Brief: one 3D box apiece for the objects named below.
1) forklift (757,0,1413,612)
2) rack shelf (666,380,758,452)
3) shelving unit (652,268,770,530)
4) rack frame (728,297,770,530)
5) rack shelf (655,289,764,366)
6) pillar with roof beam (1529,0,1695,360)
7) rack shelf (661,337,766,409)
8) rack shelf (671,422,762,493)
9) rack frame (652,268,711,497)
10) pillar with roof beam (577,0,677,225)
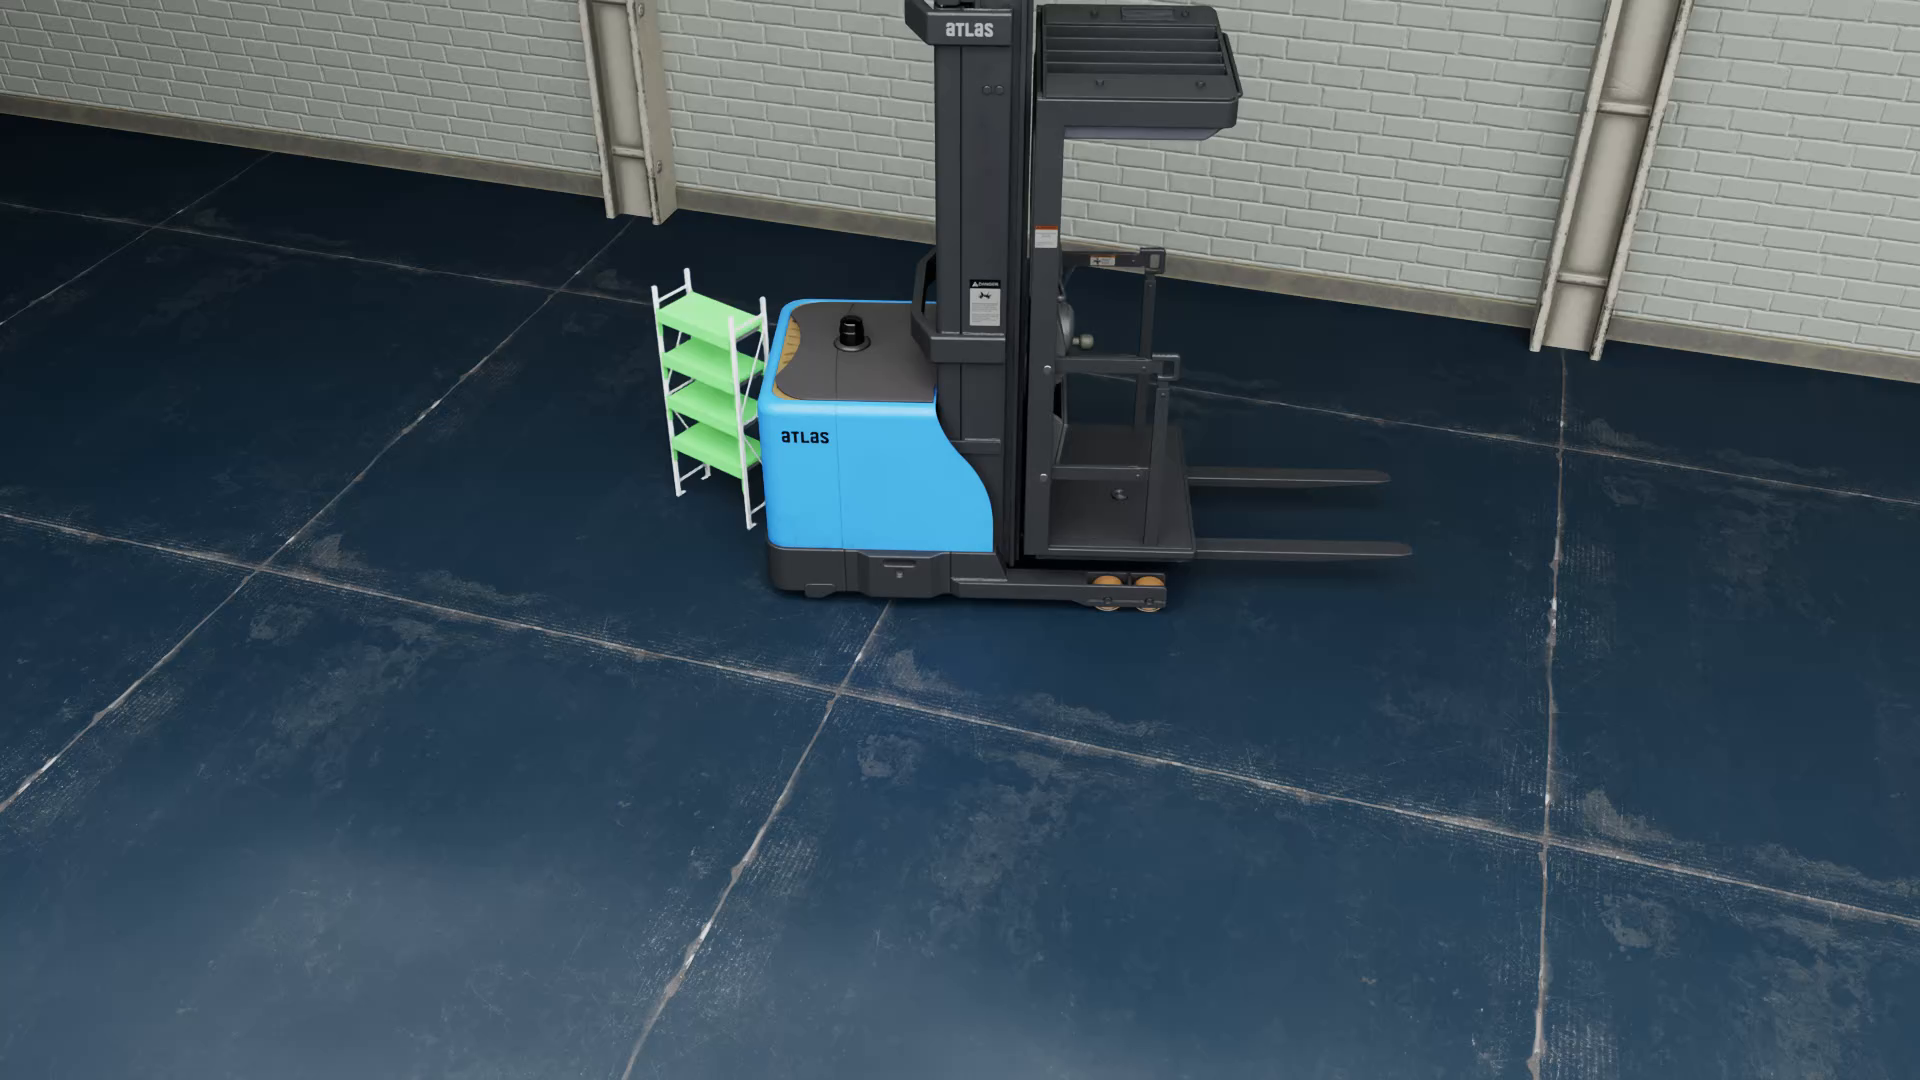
[{"bbox_3d":[0.622,-1.167,7.362,3.031,2.935,1.130,1,36,2],"label":"forklift"},{"bbox_3d":[-1.184,-0.629,8.199,0.480,0.148,0.258,24,42,29],"label":"rack shelf"},{"bbox_3d":[-1.184,-0.680,8.161,0.503,1.200,0.258,24,42,29],"label":"shelving unit"},{"bbox_3d":[-0.987,-0.594,8.045,0.015,1.200,0.240,24,42,29],"label":"rack frame"},{"bbox_3d":[-1.183,-1.016,7.915,0.480,0.148,0.258,24,42,29],"label":"rack shelf"},{"bbox_3d":[2.294,-2.353,3.856,0.400,9.000,9.100,10,38,14],"label":"pillar with roof beam"},{"bbox_3d":[-1.184,-0.822,8.057,0.480,0.148,0.258,24,42,29],"label":"rack shelf"},{"bbox_3d":[-1.184,-0.435,8.341,0.480,0.148,0.258,24,42,29],"label":"rack shelf"},{"bbox_3d":[-1.380,-0.766,8.278,0.015,1.200,0.240,24,42,29],"label":"rack frame"},{"bbox_3d":[-3.433,-3.414,5.297,0.400,9.000,9.100,10,38,14],"label":"pillar with roof beam"}]
